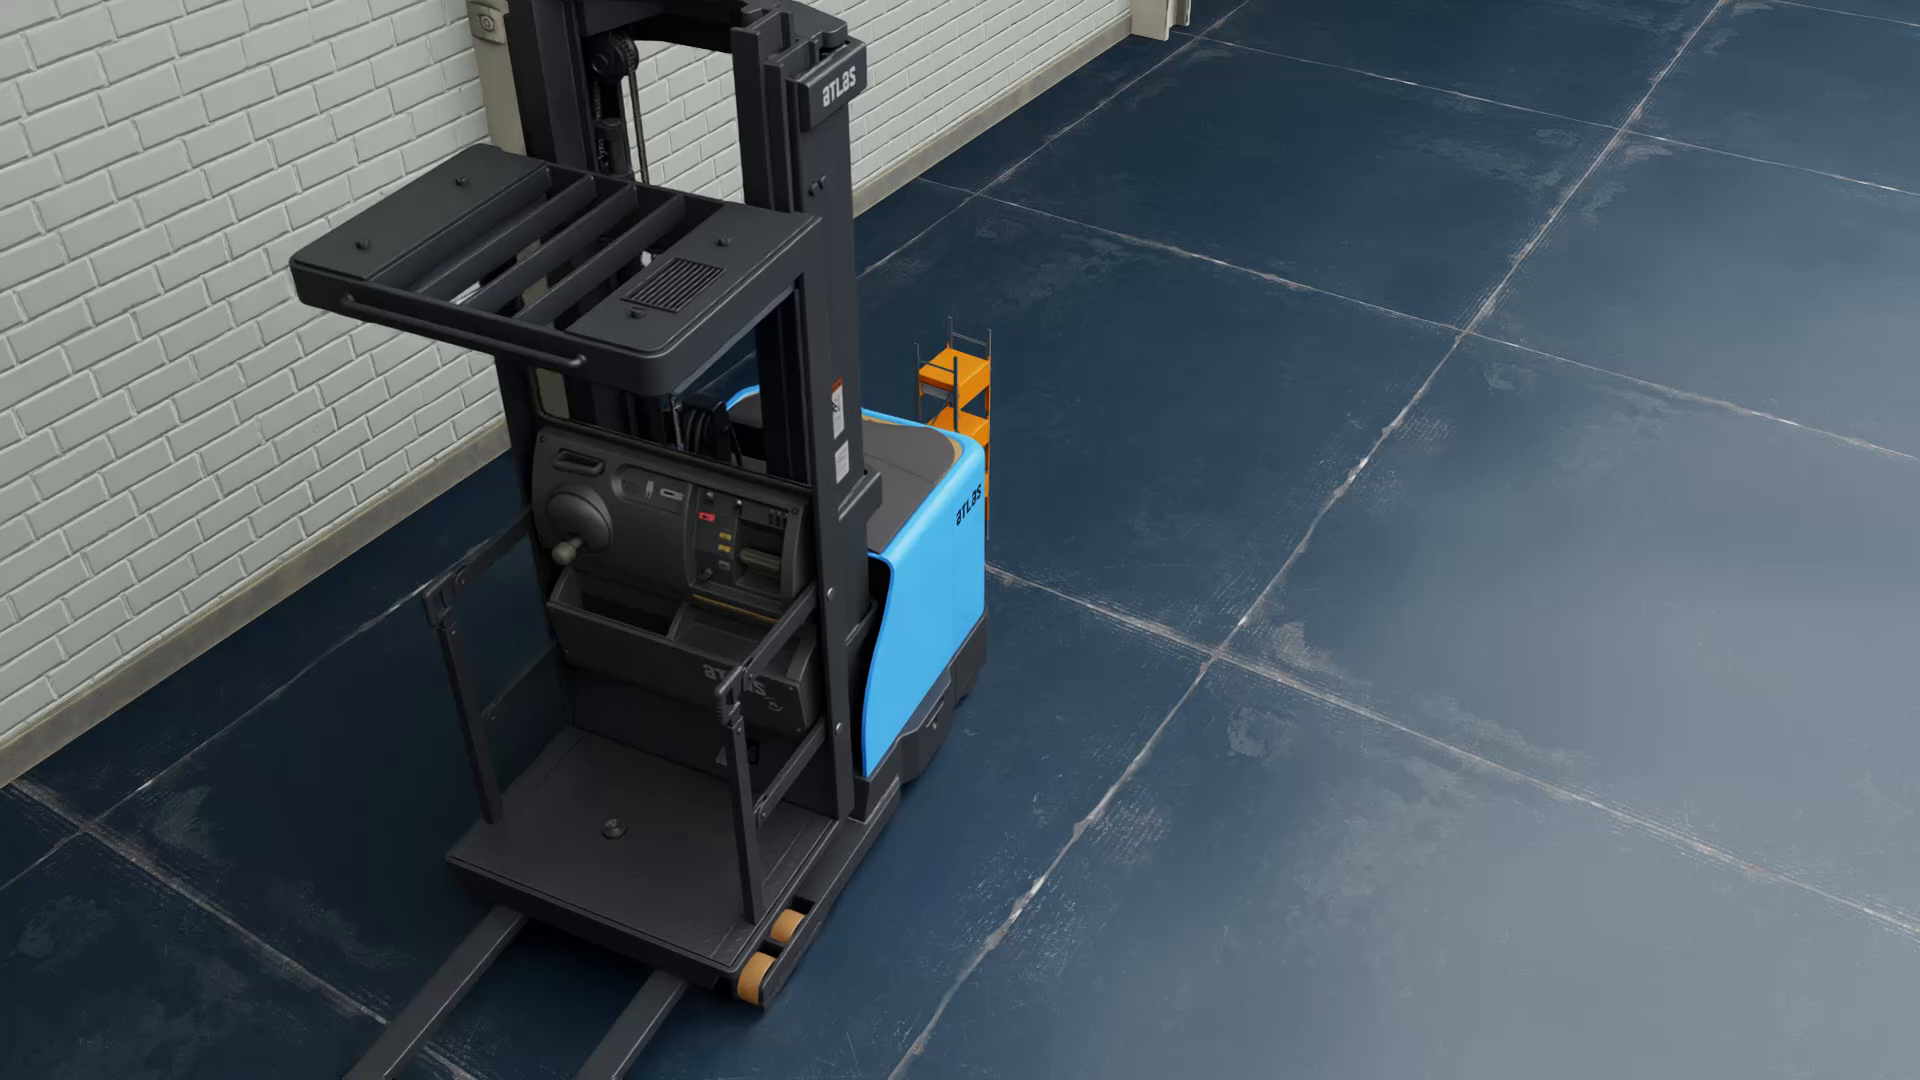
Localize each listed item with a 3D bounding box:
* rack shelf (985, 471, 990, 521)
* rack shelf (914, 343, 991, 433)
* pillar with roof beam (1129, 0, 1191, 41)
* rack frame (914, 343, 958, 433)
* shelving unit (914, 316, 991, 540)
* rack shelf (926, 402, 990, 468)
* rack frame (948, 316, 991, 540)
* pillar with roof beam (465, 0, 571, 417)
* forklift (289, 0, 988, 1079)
[{"bbox_3d":[-0.029,-0.160,7.070,0.215,0.259,0.240,21,42,25],"label":"rack shelf"},{"bbox_3d":[-0.029,-0.605,6.727,0.215,0.259,0.240,21,42,25],"label":"rack shelf"},{"bbox_3d":[5.075,-5.871,7.496,9.100,9.000,0.400,21,42,25],"label":"pillar with roof beam"},{"bbox_3d":[-0.094,-0.325,6.812,0.200,1.050,0.008,21,42,25],"label":"rack frame"},{"bbox_3d":[-0.029,-0.388,6.894,0.215,1.050,0.252,21,42,25],"label":"shelving unit"},{"bbox_3d":[-0.029,-0.380,6.900,0.215,0.259,0.240,21,42,25],"label":"rack shelf"},{"bbox_3d":[0.037,-0.451,6.975,0.200,1.050,0.008,21,42,25],"label":"rack frame"},{"bbox_3d":[1.860,-2.778,3.483,9.100,9.000,0.400,21,42,25],"label":"pillar with roof beam"},{"bbox_3d":[-0.971,0.020,4.823,1.130,2.935,3.031,16,40,19],"label":"forklift"}]
